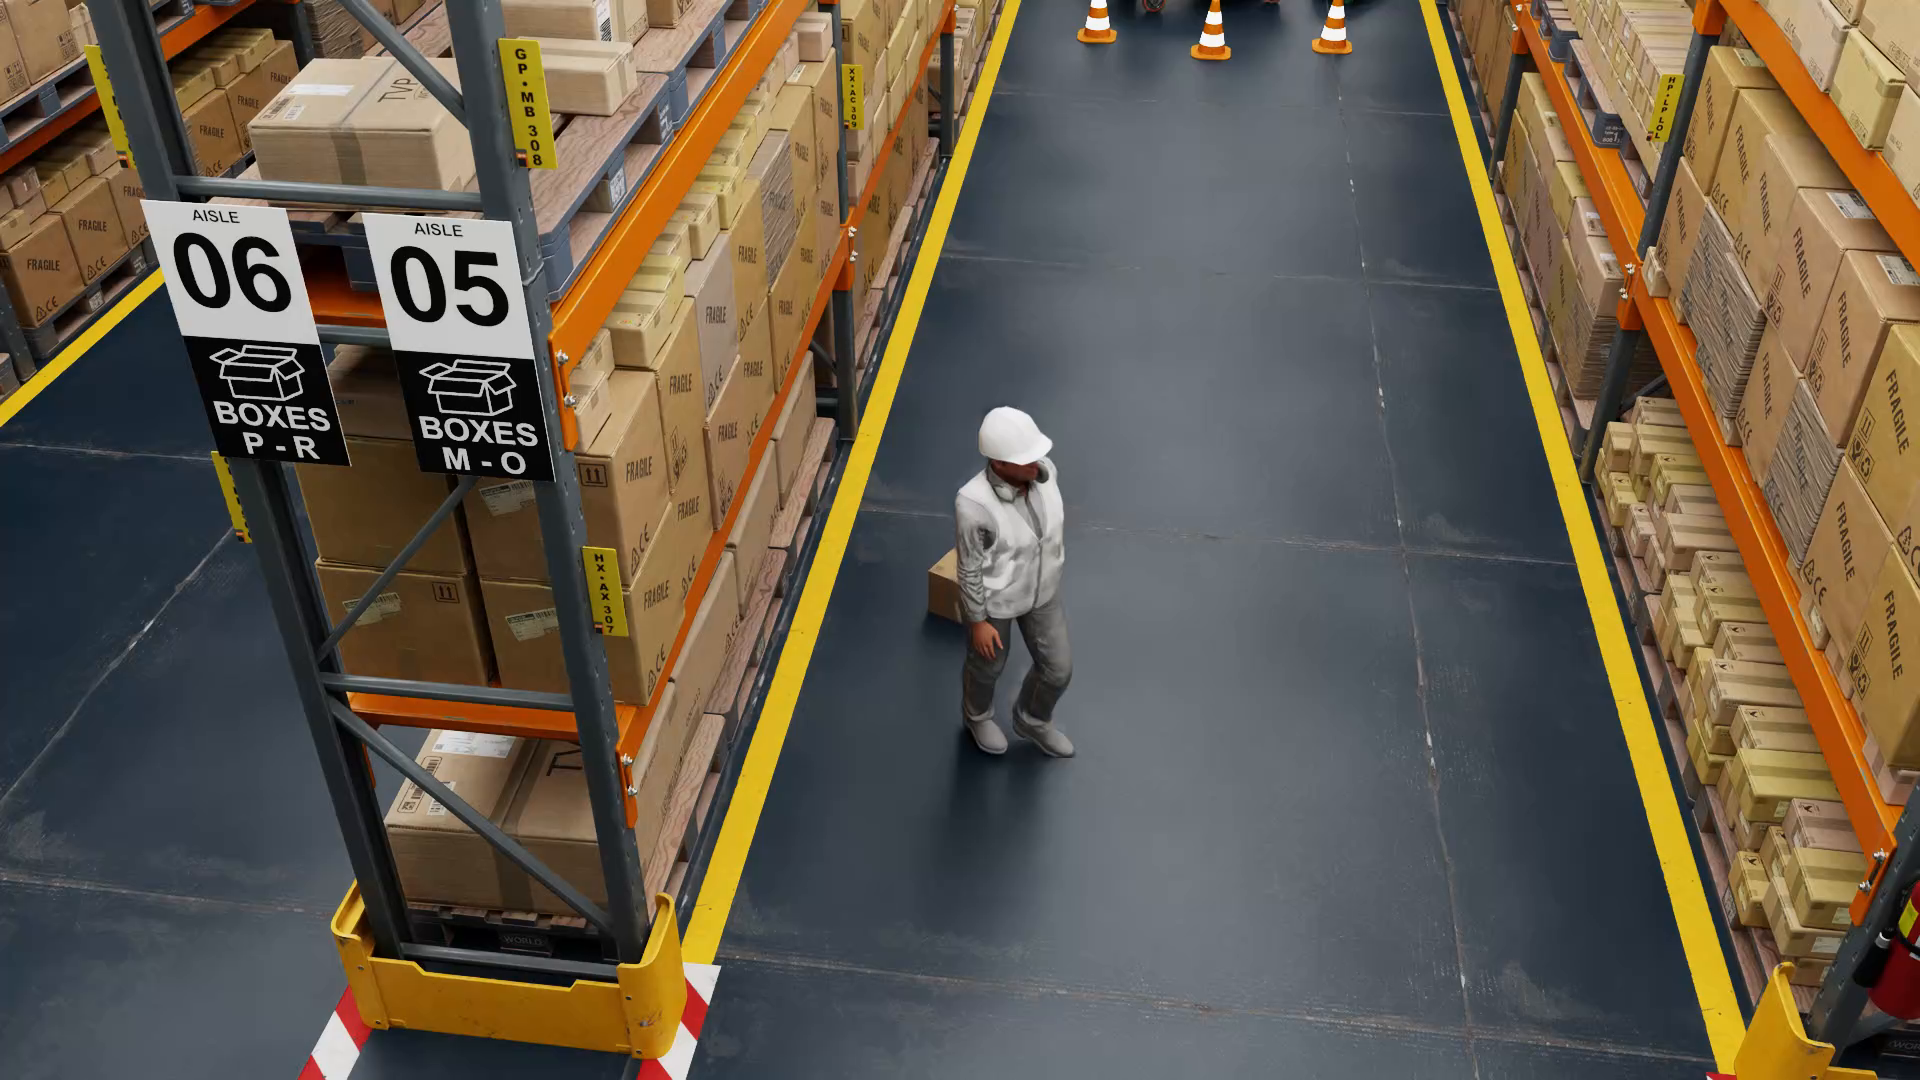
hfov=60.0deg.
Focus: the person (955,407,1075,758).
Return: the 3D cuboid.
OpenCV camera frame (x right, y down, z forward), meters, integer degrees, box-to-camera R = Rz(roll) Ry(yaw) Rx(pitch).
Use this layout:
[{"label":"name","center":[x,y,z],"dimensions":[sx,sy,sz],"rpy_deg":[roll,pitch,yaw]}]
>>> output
[{"label":"person","center":[0.177,0.201,6.732],"dimensions":[0.542,1.797,0.514],"rpy_deg":[-22,41,-27]}]
